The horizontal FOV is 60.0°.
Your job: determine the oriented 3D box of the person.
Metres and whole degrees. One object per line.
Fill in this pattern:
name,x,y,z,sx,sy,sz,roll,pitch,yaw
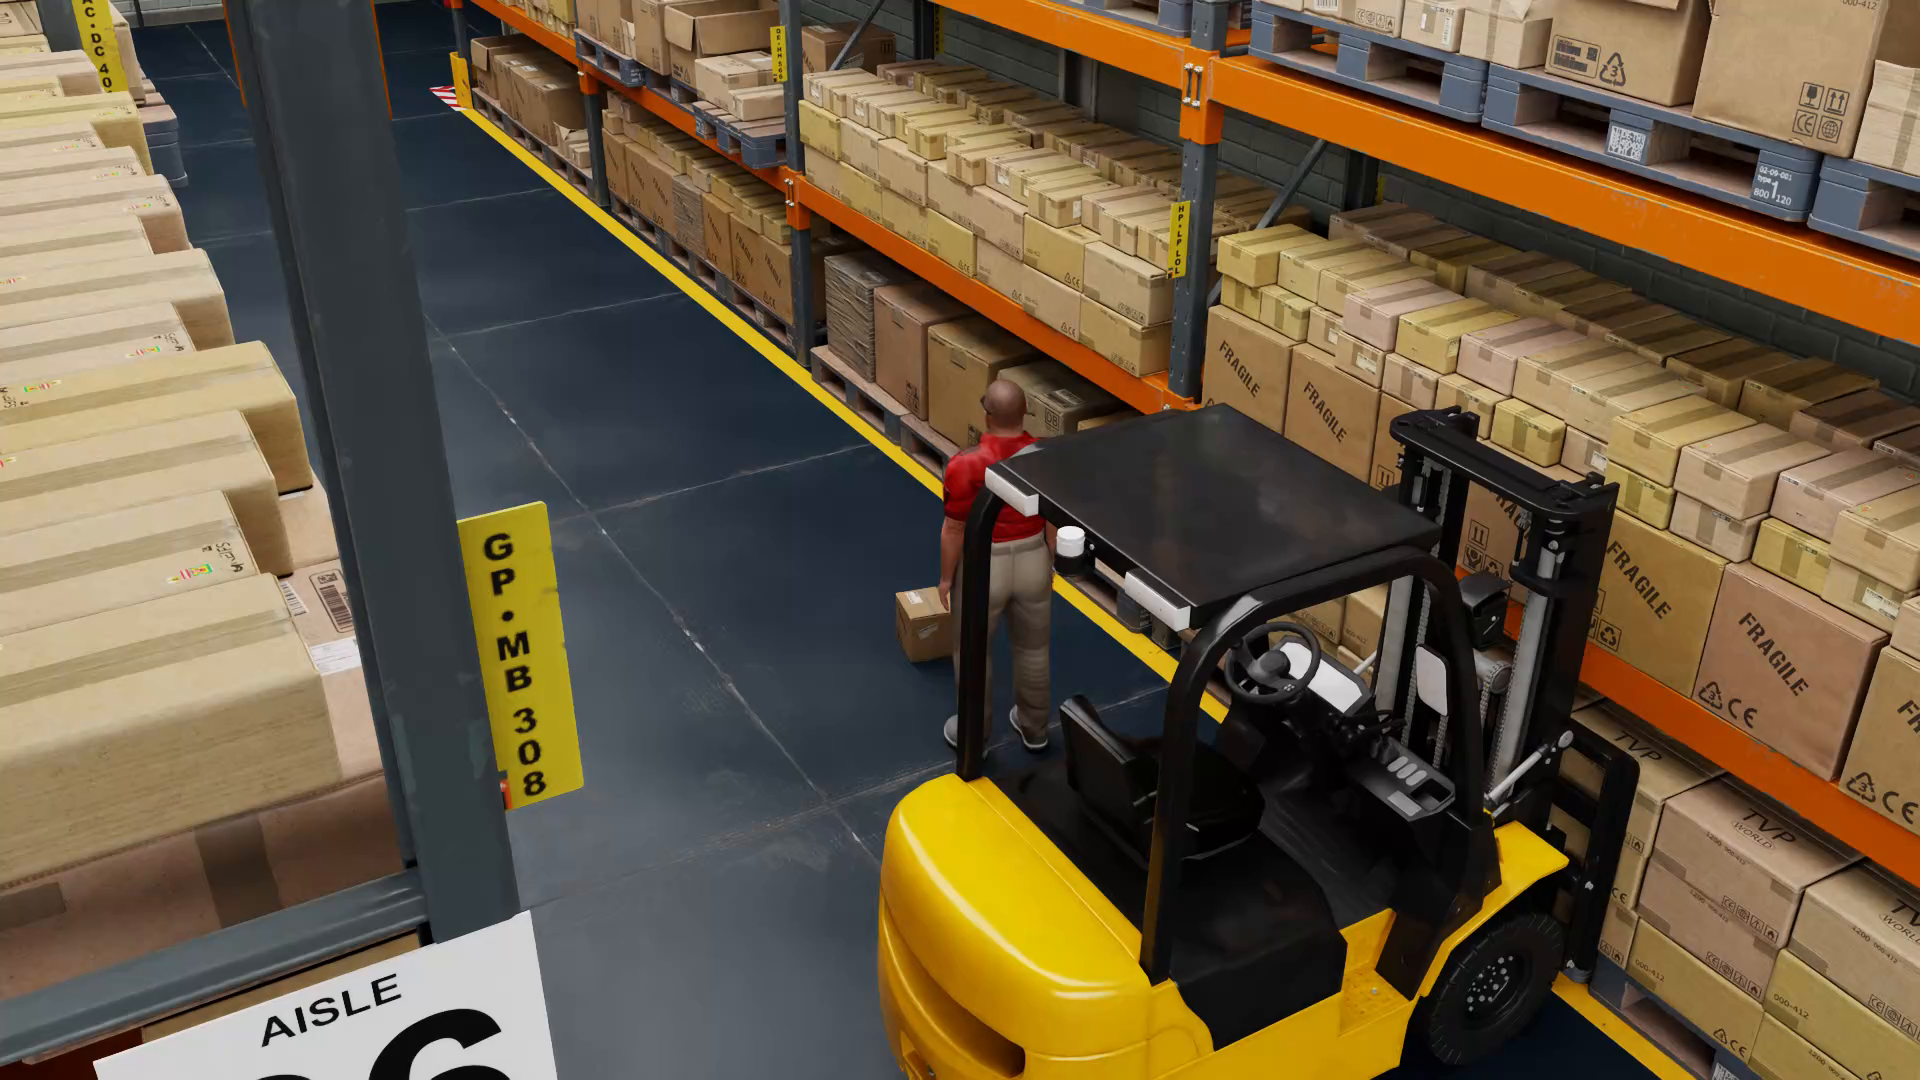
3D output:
person,0.163,0.122,6.901,0.537,1.728,0.362,-10,30,-18
